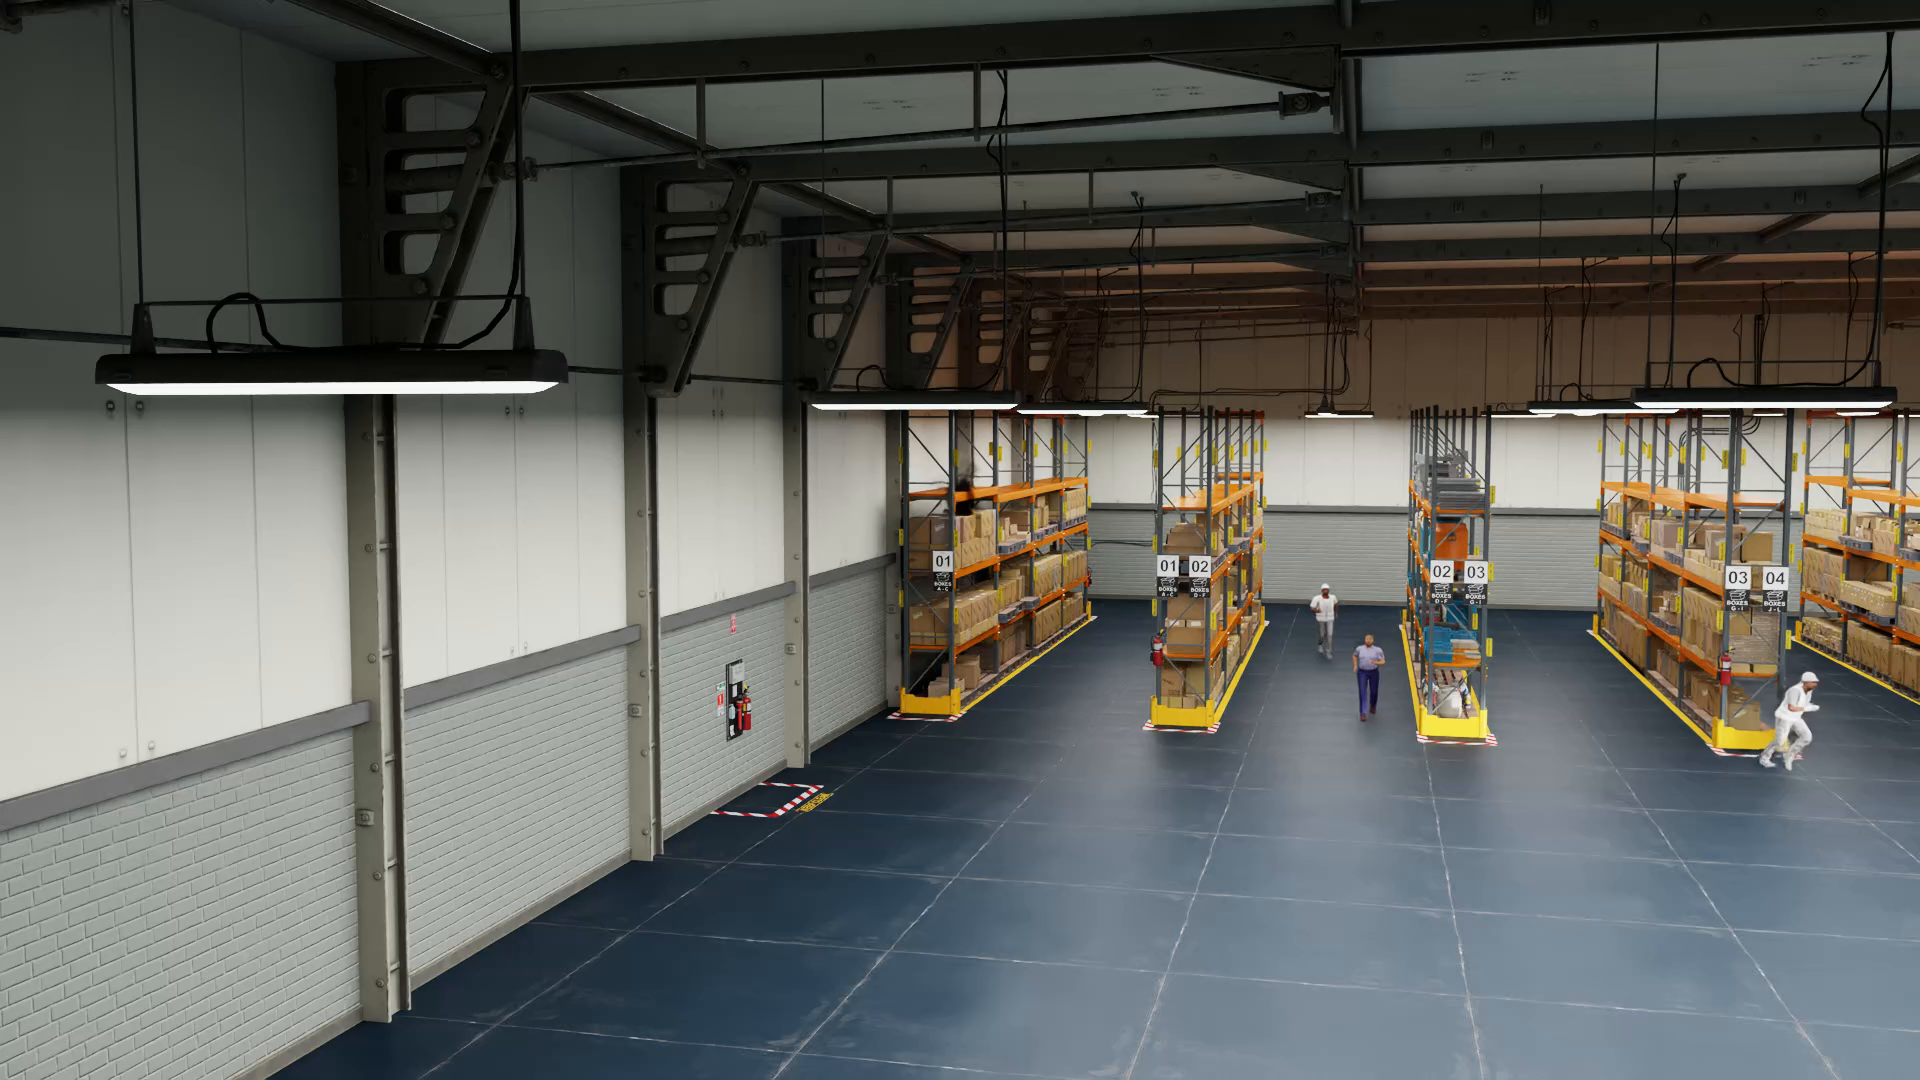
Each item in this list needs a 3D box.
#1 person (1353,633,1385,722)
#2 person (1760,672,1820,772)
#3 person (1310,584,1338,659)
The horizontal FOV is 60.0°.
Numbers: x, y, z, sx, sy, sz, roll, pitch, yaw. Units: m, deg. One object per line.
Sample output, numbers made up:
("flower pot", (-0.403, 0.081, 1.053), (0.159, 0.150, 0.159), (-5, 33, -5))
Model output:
("person", (7.815, 2.601, 31.823), (0.607, 1.636, 0.922), (1, 4, 14))
("person", (13.578, 2.947, 27.114), (0.719, 1.667, 0.953), (-3, 5, -36))
("person", (8.800, 1.938, 40.138), (0.699, 1.769, 0.985), (0, 4, 4))
